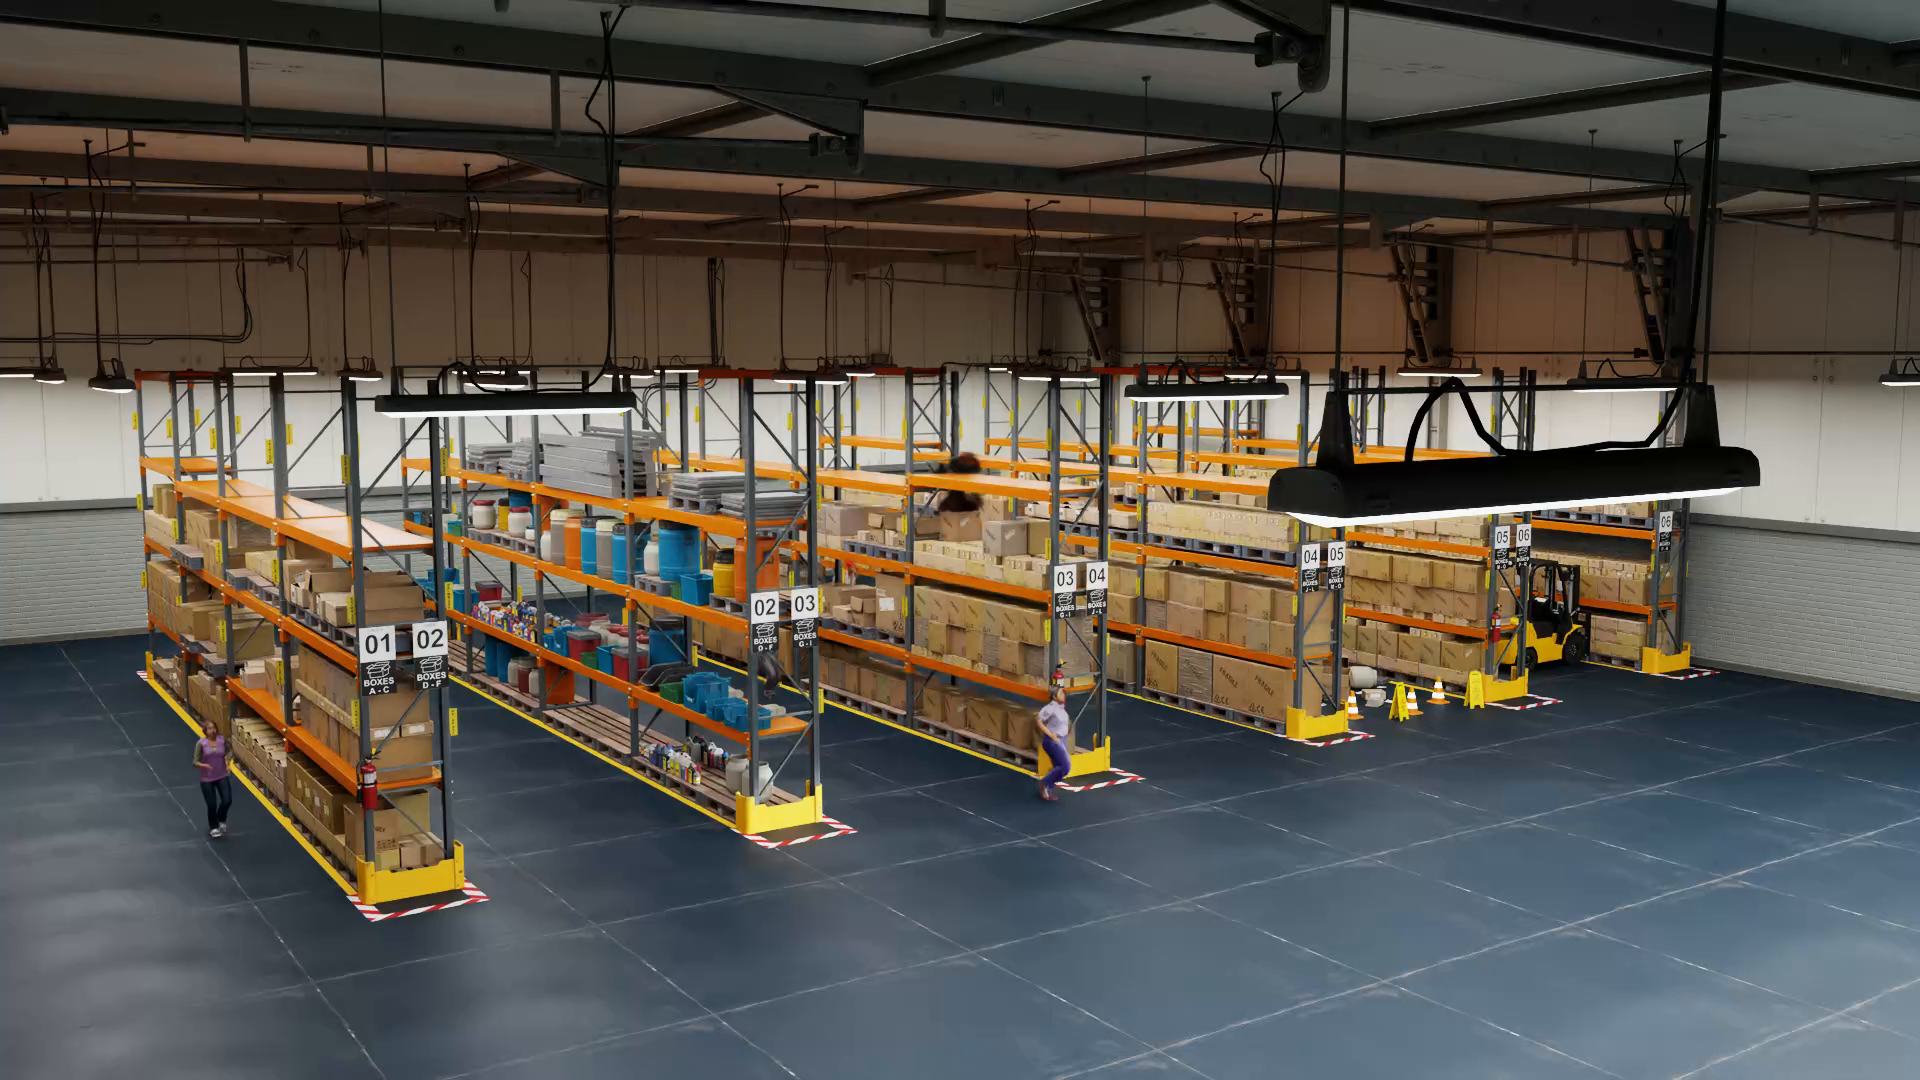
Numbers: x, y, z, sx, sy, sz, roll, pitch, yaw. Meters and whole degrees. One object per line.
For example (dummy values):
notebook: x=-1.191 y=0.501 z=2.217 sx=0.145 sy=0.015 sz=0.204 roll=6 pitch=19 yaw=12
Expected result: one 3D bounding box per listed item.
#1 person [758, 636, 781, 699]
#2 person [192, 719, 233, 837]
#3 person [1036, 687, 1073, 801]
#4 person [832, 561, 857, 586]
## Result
person: x=-3.405 y=2.092 z=29.472 sx=0.576 sy=1.585 sz=0.719 roll=-4 pitch=7 yaw=-31
person: x=-9.662 y=3.110 z=21.592 sx=0.521 sy=1.561 sz=0.570 roll=-5 pitch=8 yaw=-35
person: x=1.385 y=2.881 z=23.540 sx=0.505 sy=1.607 sz=0.639 roll=3 pitch=7 yaw=21
person: x=-2.641 y=1.281 z=37.408 sx=0.973 sy=1.726 sz=0.666 roll=6 pitch=9 yaw=43
